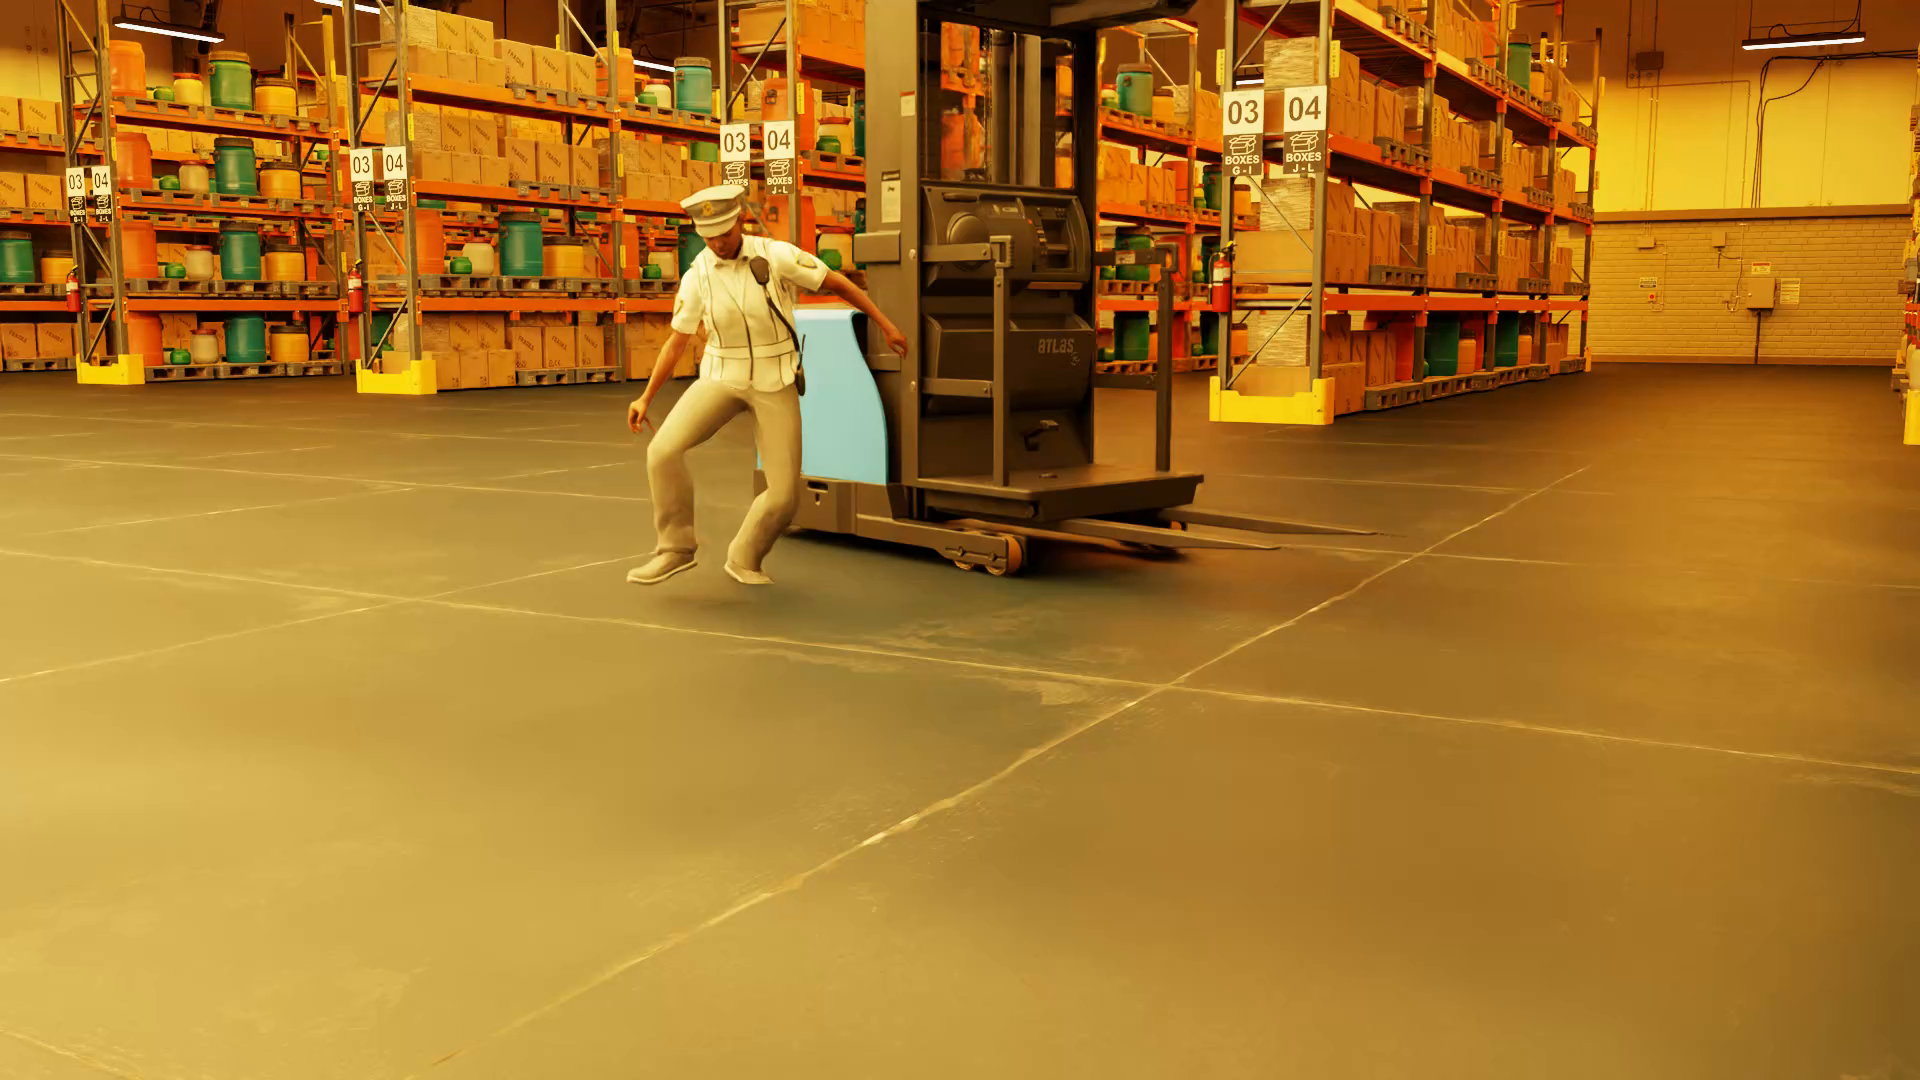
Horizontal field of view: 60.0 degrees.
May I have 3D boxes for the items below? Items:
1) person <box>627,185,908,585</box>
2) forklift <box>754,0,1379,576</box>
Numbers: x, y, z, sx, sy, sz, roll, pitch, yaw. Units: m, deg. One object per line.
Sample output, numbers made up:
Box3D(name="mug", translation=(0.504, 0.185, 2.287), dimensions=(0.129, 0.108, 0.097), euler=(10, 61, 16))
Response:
Box3D(name="person", translation=(-0.736, -0.542, 6.379), dimensions=(1.080, 1.589, 0.560), euler=(-1, 8, -9))
Box3D(name="forklift", translation=(0.358, -1.385, 7.129), dimensions=(1.130, 2.935, 3.031), euler=(-7, 10, -41))
